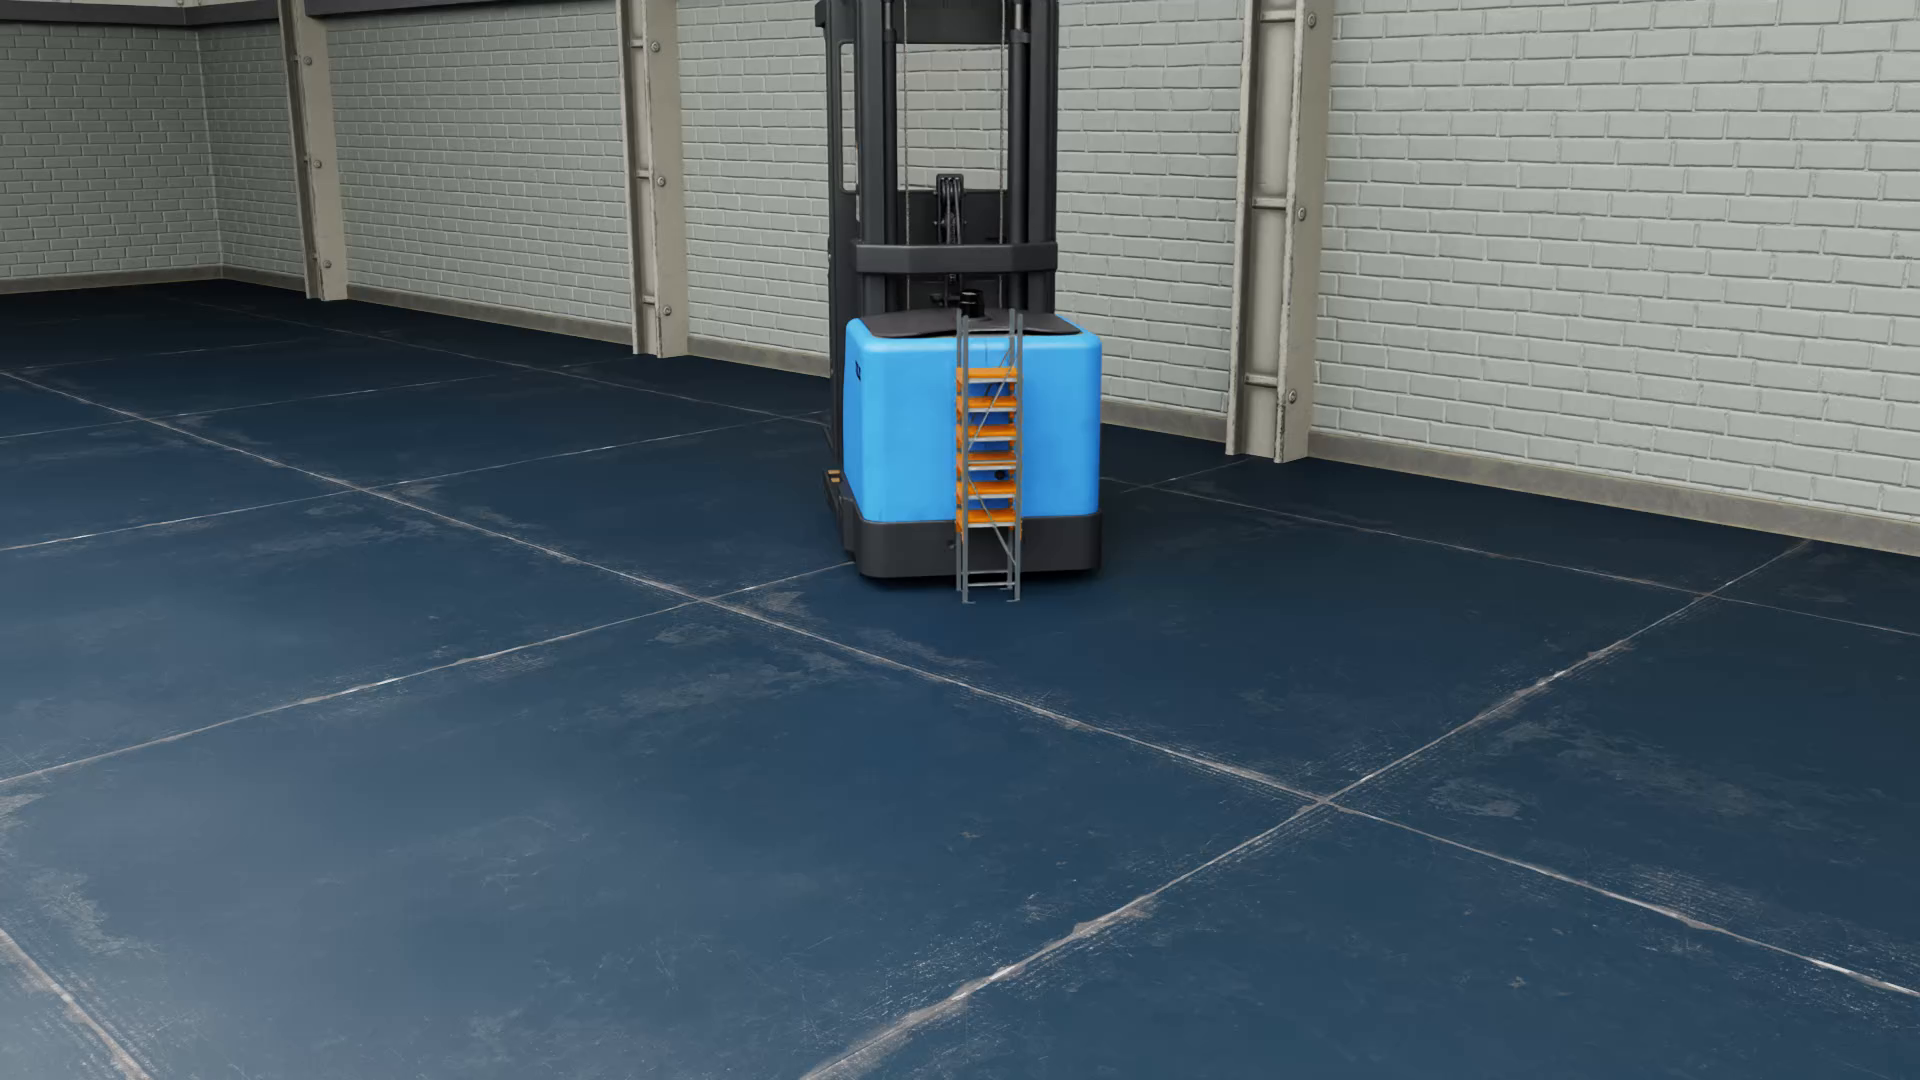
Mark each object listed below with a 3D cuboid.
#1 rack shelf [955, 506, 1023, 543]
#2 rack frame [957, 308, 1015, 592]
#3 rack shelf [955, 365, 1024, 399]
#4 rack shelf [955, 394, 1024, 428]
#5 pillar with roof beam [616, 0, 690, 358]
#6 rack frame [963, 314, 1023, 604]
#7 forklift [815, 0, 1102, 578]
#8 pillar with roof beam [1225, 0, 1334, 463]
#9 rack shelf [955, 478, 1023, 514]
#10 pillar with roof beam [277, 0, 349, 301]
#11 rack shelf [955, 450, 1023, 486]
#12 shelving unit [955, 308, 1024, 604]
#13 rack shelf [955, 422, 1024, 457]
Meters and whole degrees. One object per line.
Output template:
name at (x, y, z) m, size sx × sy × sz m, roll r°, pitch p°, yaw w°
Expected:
rack shelf at (0.118, -0.066, 6.930) m, size 0.258 × 0.103 × 0.180 m, roll -2°, pitch 15°, yaw -8°
rack frame at (0.105, -0.364, 6.943) m, size 0.240 × 1.200 × 0.006 m, roll -2°, pitch 15°, yaw -8°
rack shelf at (0.119, -0.645, 6.773) m, size 0.258 × 0.103 × 0.180 m, roll -2°, pitch 15°, yaw -8°
rack shelf at (0.118, -0.529, 6.804) m, size 0.258 × 0.103 × 0.180 m, roll -2°, pitch 15°, yaw -8°
pillar with roof beam at (-5.481, -5.130, 9.773) m, size 0.400 × 9.000 × 9.100 m, roll 14°, pitch 20°, yaw 42°
rack frame at (0.131, -0.317, 6.768) m, size 0.240 × 1.200 × 0.006 m, roll -2°, pitch 15°, yaw -8°
forklift at (-0.120, -1.581, 8.188) m, size 1.130 × 2.935 × 3.031 m, roll -2°, pitch 15°, yaw -9°
pillar with roof beam at (-1.162, -4.080, 5.743) m, size 0.400 × 9.000 × 9.100 m, roll 14°, pitch 20°, yaw 42°
rack shelf at (0.118, -0.182, 6.898) m, size 0.258 × 0.103 × 0.180 m, roll -2°, pitch 15°, yaw -8°
pillar with roof beam at (-9.800, -6.180, 13.803) m, size 0.400 × 9.000 × 9.100 m, roll 14°, pitch 20°, yaw 42°
rack shelf at (0.118, -0.298, 6.867) m, size 0.258 × 0.103 × 0.180 m, roll -2°, pitch 15°, yaw -8°
shelving unit at (0.118, -0.341, 6.855) m, size 0.258 × 1.200 × 0.189 m, roll -2°, pitch 15°, yaw -8°
rack shelf at (0.118, -0.413, 6.836) m, size 0.258 × 0.103 × 0.180 m, roll -2°, pitch 15°, yaw -8°
